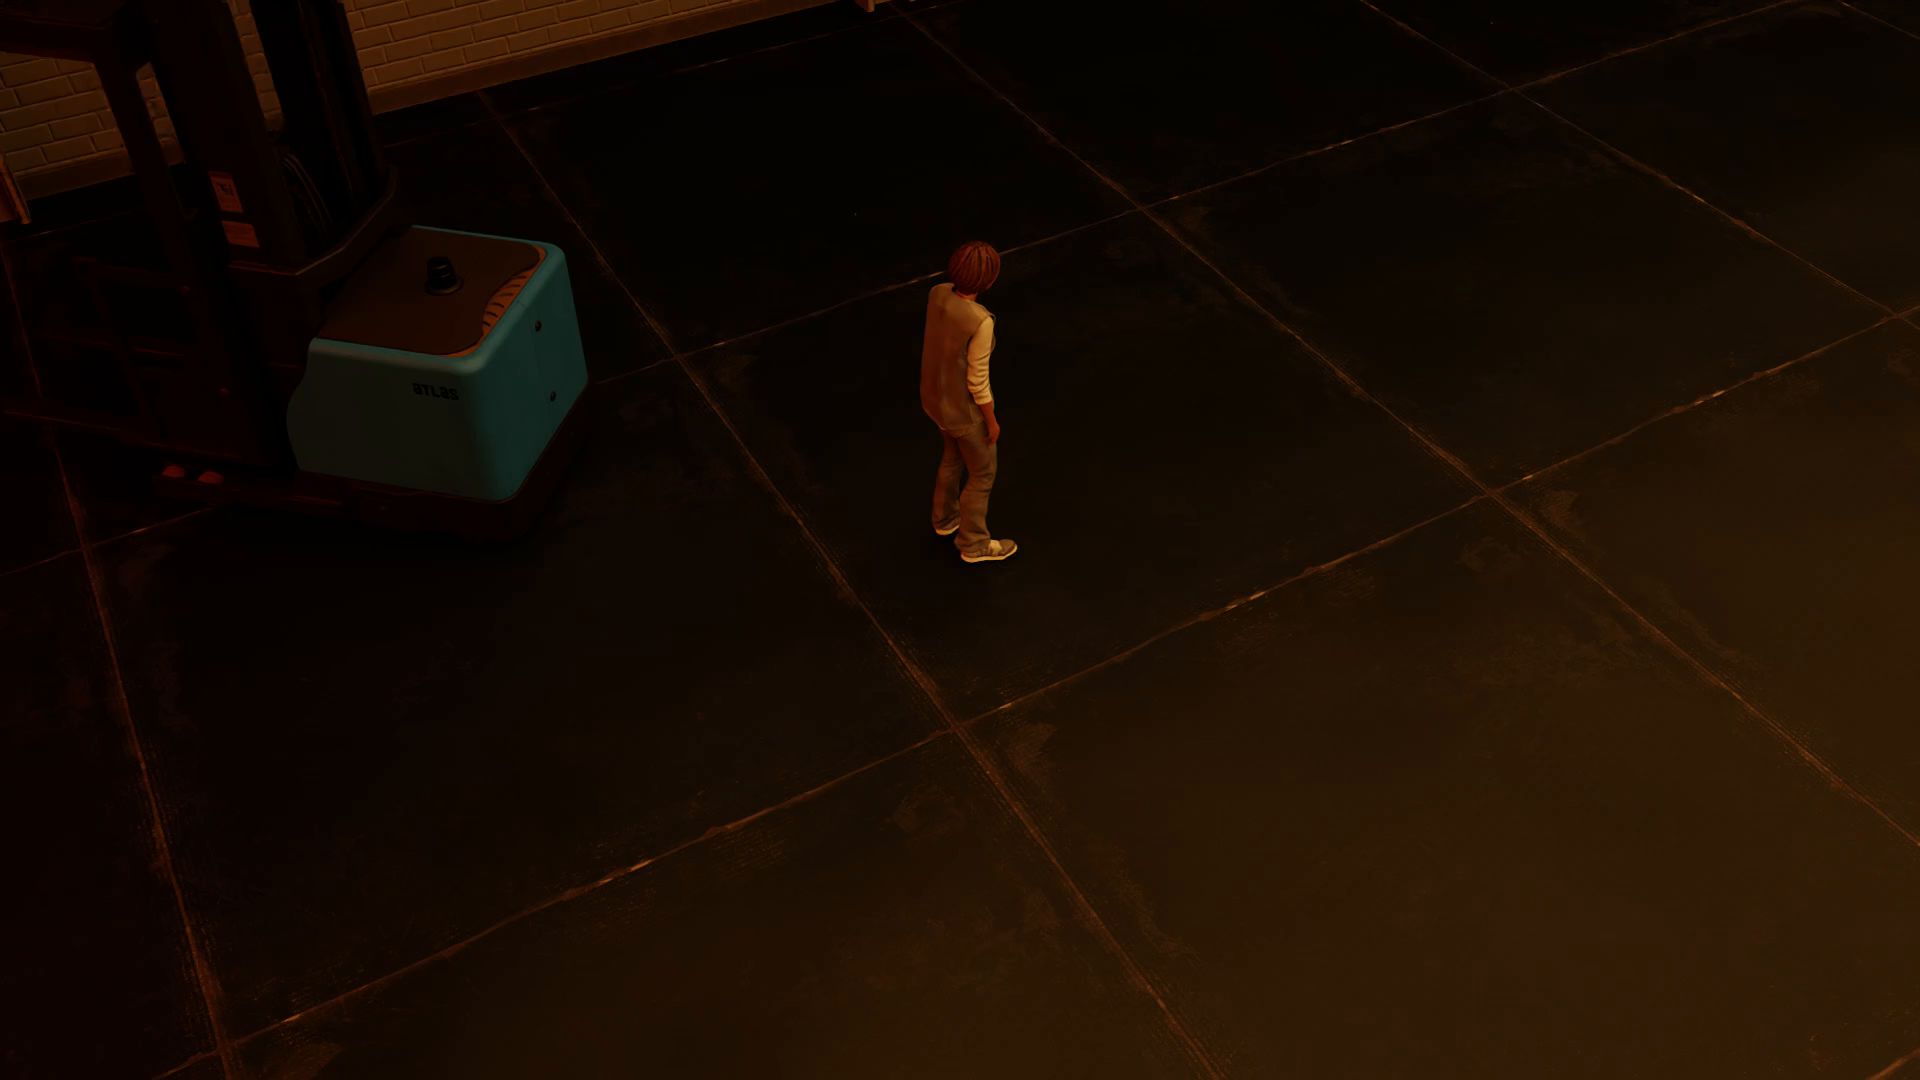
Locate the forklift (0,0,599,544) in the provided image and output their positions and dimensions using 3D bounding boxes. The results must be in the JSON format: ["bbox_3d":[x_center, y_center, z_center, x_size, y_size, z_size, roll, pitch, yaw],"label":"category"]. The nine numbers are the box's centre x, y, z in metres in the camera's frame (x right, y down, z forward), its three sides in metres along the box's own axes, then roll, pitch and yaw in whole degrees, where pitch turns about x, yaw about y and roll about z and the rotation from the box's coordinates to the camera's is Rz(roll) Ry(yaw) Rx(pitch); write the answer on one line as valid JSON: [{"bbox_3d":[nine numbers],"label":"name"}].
[{"bbox_3d":[-3.402,-1.581,7.402,3.031,2.935,1.130,9,44,10],"label":"forklift"}]

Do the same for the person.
[{"bbox_3d":[0.015,-0.594,7.324,0.344,1.592,0.467,-23,48,-23],"label":"person"}]
